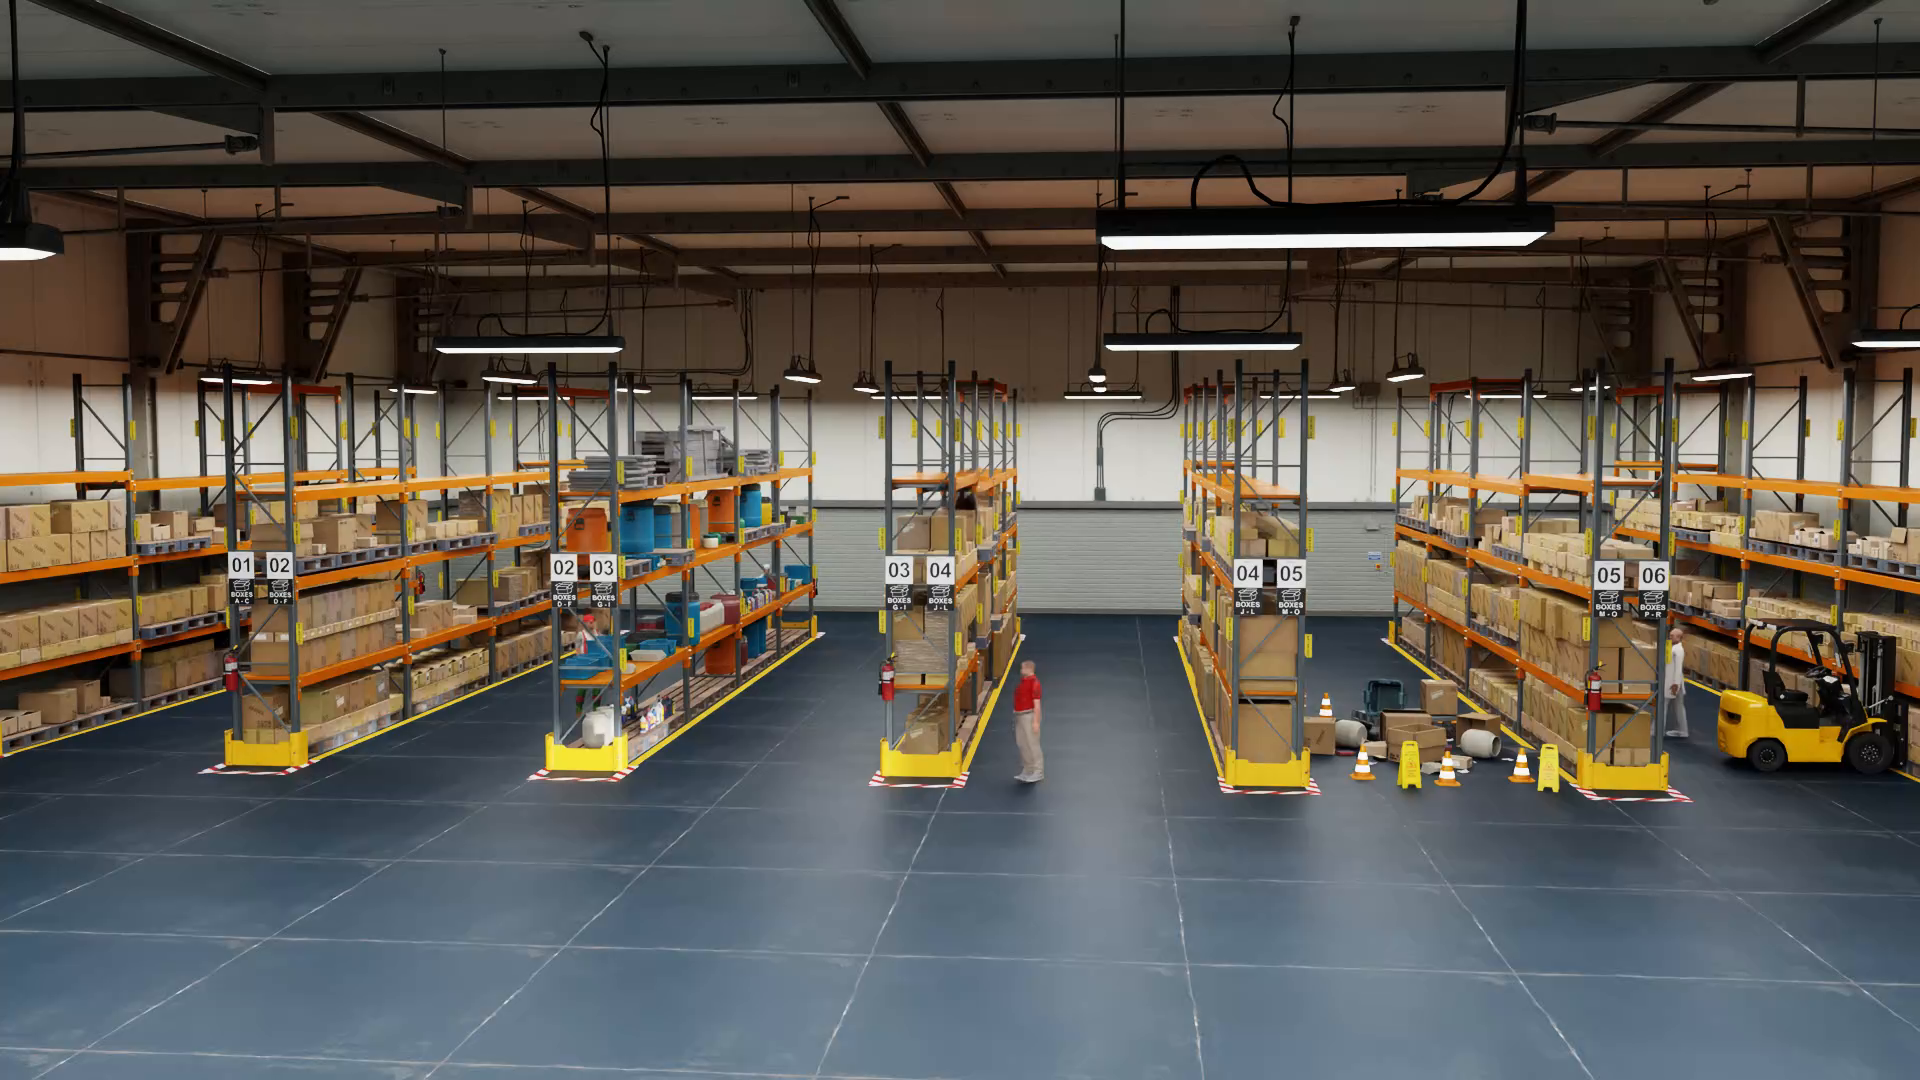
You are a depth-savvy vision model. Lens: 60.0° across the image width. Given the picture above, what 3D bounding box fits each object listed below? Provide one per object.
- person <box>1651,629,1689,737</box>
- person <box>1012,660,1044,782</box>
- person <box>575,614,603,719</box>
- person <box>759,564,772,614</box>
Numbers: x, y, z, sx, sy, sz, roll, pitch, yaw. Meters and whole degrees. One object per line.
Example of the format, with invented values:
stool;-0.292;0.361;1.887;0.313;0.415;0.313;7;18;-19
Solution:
person;11.575;2.326;27.215;0.740;1.770;0.562;3;5;43
person;0.962;2.590;23.753;0.406;1.768;0.674;-2;4;-26
person;-6.472;2.209;29.147;0.652;1.818;0.443;-2;4;-26
person;-4.865;1.419;42.040;0.557;1.623;0.949;1;4;13
